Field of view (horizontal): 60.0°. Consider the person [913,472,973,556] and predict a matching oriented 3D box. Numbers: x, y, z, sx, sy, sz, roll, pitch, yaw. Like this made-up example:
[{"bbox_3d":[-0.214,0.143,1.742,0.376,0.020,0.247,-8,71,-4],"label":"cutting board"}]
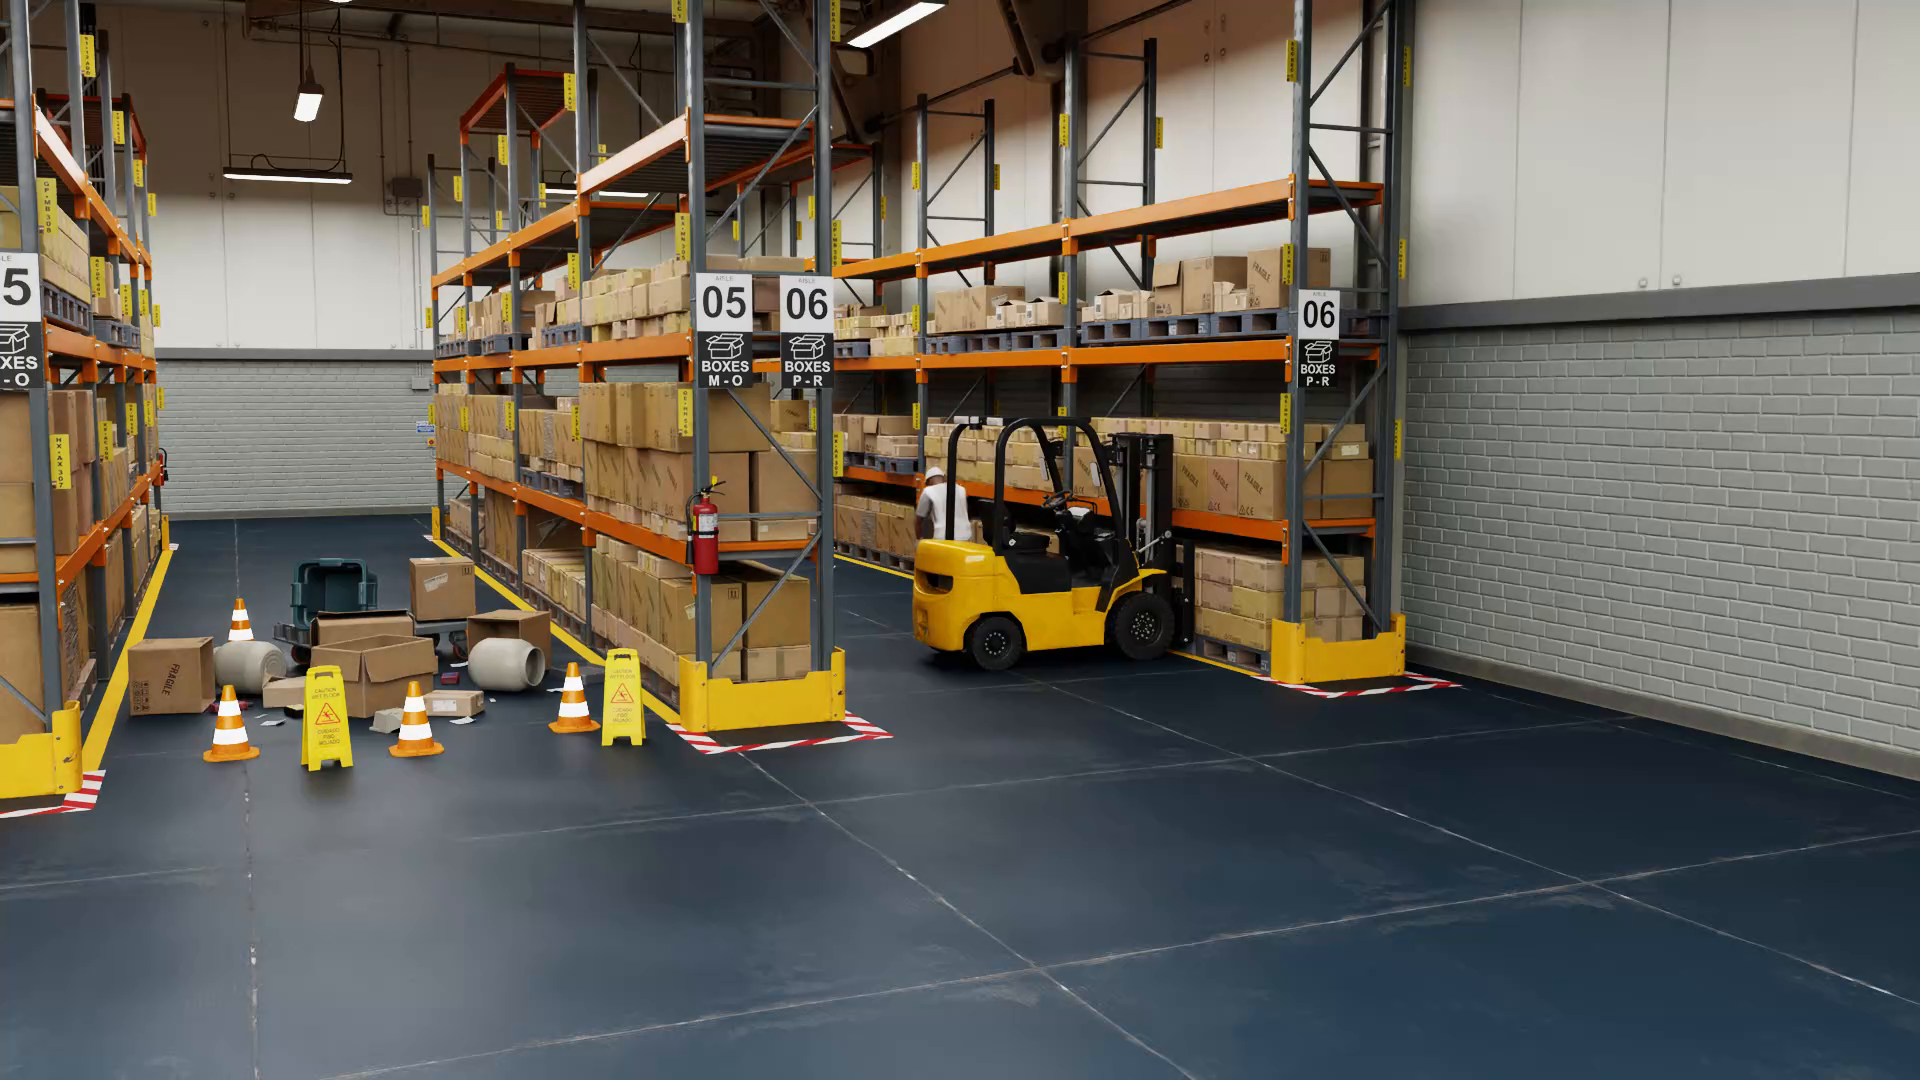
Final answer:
[{"bbox_3d":[-0.185,0.031,17.803,0.610,1.498,0.718,-2,6,-23],"label":"person"}]
